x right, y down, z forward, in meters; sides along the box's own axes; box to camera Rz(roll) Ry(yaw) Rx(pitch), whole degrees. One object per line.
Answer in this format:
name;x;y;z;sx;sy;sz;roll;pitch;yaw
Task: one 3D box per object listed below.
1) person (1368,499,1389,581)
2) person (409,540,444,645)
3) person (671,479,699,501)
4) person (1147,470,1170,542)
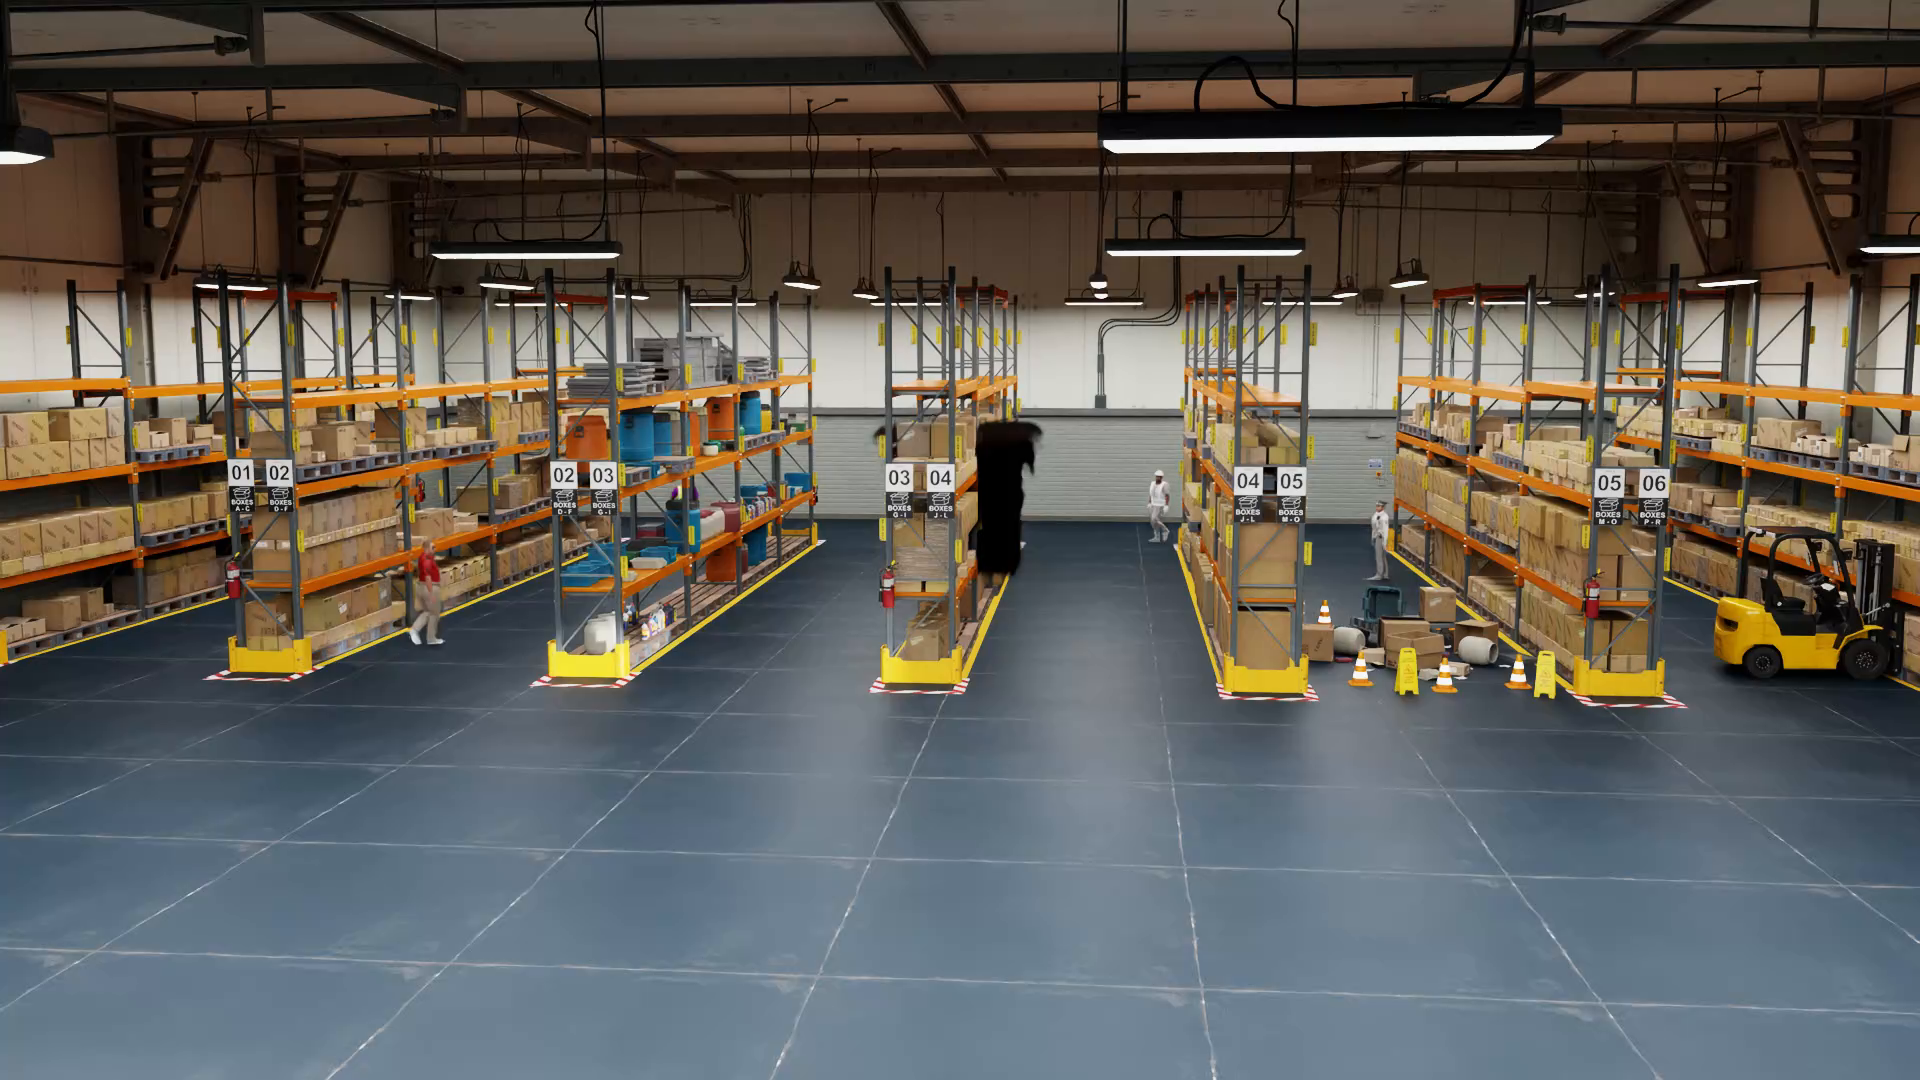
person;8.696;-0.012;34.498;0.419;1.685;0.506;1;7;8
person;-8.693;0.852;27.057;0.517;1.719;0.535;5;9;36
person;-6.633;-0.701;40.029;0.733;1.738;1.003;1;7;4
person;4.829;-0.826;40.580;0.507;1.774;0.541;-2;7;-20
